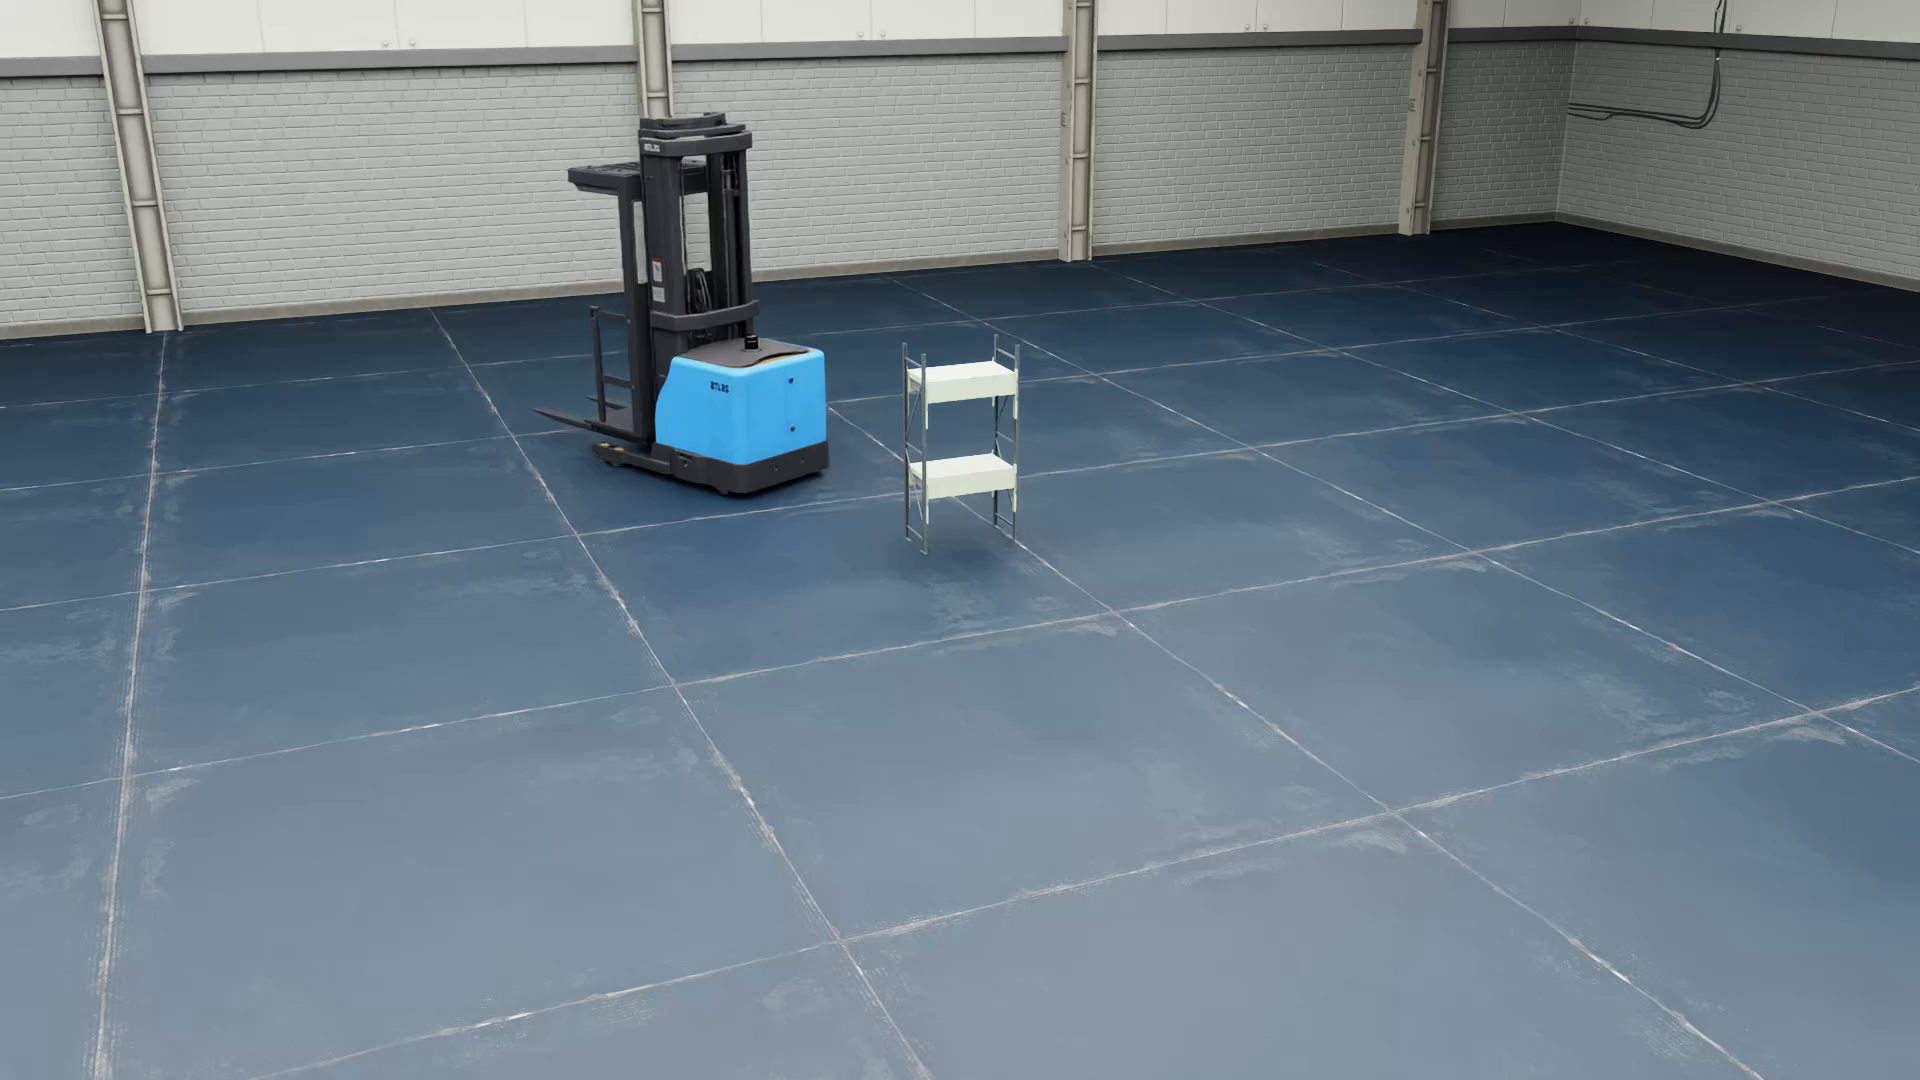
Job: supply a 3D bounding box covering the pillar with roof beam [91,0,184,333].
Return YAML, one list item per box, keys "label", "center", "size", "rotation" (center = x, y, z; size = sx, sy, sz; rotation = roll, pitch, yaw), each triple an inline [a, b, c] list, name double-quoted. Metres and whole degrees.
- label: "pillar with roof beam"
  center: [-7.652, -5.415, 14.352]
  size: [0.400, 9.000, 9.100]
  rotation: [-8, 21, -22]

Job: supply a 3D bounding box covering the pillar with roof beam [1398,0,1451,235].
- label: "pillar with roof beam"
  center: [8.876, -7.783, 21.077]
  size: [0.400, 9.000, 9.100]
  rotation: [-8, 21, -22]

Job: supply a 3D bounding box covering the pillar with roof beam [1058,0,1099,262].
- label: "pillar with roof beam"
  center: [3.367, -6.994, 18.835]
  size: [0.400, 9.000, 9.100]
  rotation: [-8, 21, -22]

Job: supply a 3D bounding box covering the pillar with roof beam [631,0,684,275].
- label: "pillar with roof beam"
  center: [-2.143, -6.204, 16.594]
  size: [0.400, 9.000, 9.100]
  rotation: [-8, 21, -22]

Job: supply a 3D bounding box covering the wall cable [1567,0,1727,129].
- label: "wall cable"
  center: [10.399, -7.616, 25.277]
  size: [0.112, 2.526, 3.097]
  rotation: [-8, 21, -22]

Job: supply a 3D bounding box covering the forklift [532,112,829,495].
- label: "forklift"
  center: [-2.557, -2.133, 14.168]
  size: [3.031, 2.935, 1.130]
  rotation: [16, 25, 38]

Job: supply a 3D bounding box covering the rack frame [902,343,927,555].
- label: "rack frame"
  center: [-0.330, -0.660, 12.139]
  size: [0.023, 1.500, 0.400]
  rotation: [-8, 21, -22]

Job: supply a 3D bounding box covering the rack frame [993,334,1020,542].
- label: "rack frame"
  center: [0.342, -0.756, 12.412]
  size: [0.023, 1.500, 0.400]
  rotation: [-8, 21, -22]

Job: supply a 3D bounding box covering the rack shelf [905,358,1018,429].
- label: "rack shelf"
  center: [0.006, -1.076, 12.146]
  size: [0.720, 0.370, 0.431]
  rotation: [-8, 21, -22]

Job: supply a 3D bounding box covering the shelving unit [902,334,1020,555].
- label: "shelving unit"
  center: [0.006, -0.708, 12.275]
  size: [0.755, 1.500, 0.431]
  rotation: [-8, 21, -22]

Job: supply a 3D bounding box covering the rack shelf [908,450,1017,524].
- label: "rack shelf"
  center: [0.006, -0.401, 12.384]
  size: [0.720, 0.370, 0.431]
  rotation: [-8, 21, -22]
